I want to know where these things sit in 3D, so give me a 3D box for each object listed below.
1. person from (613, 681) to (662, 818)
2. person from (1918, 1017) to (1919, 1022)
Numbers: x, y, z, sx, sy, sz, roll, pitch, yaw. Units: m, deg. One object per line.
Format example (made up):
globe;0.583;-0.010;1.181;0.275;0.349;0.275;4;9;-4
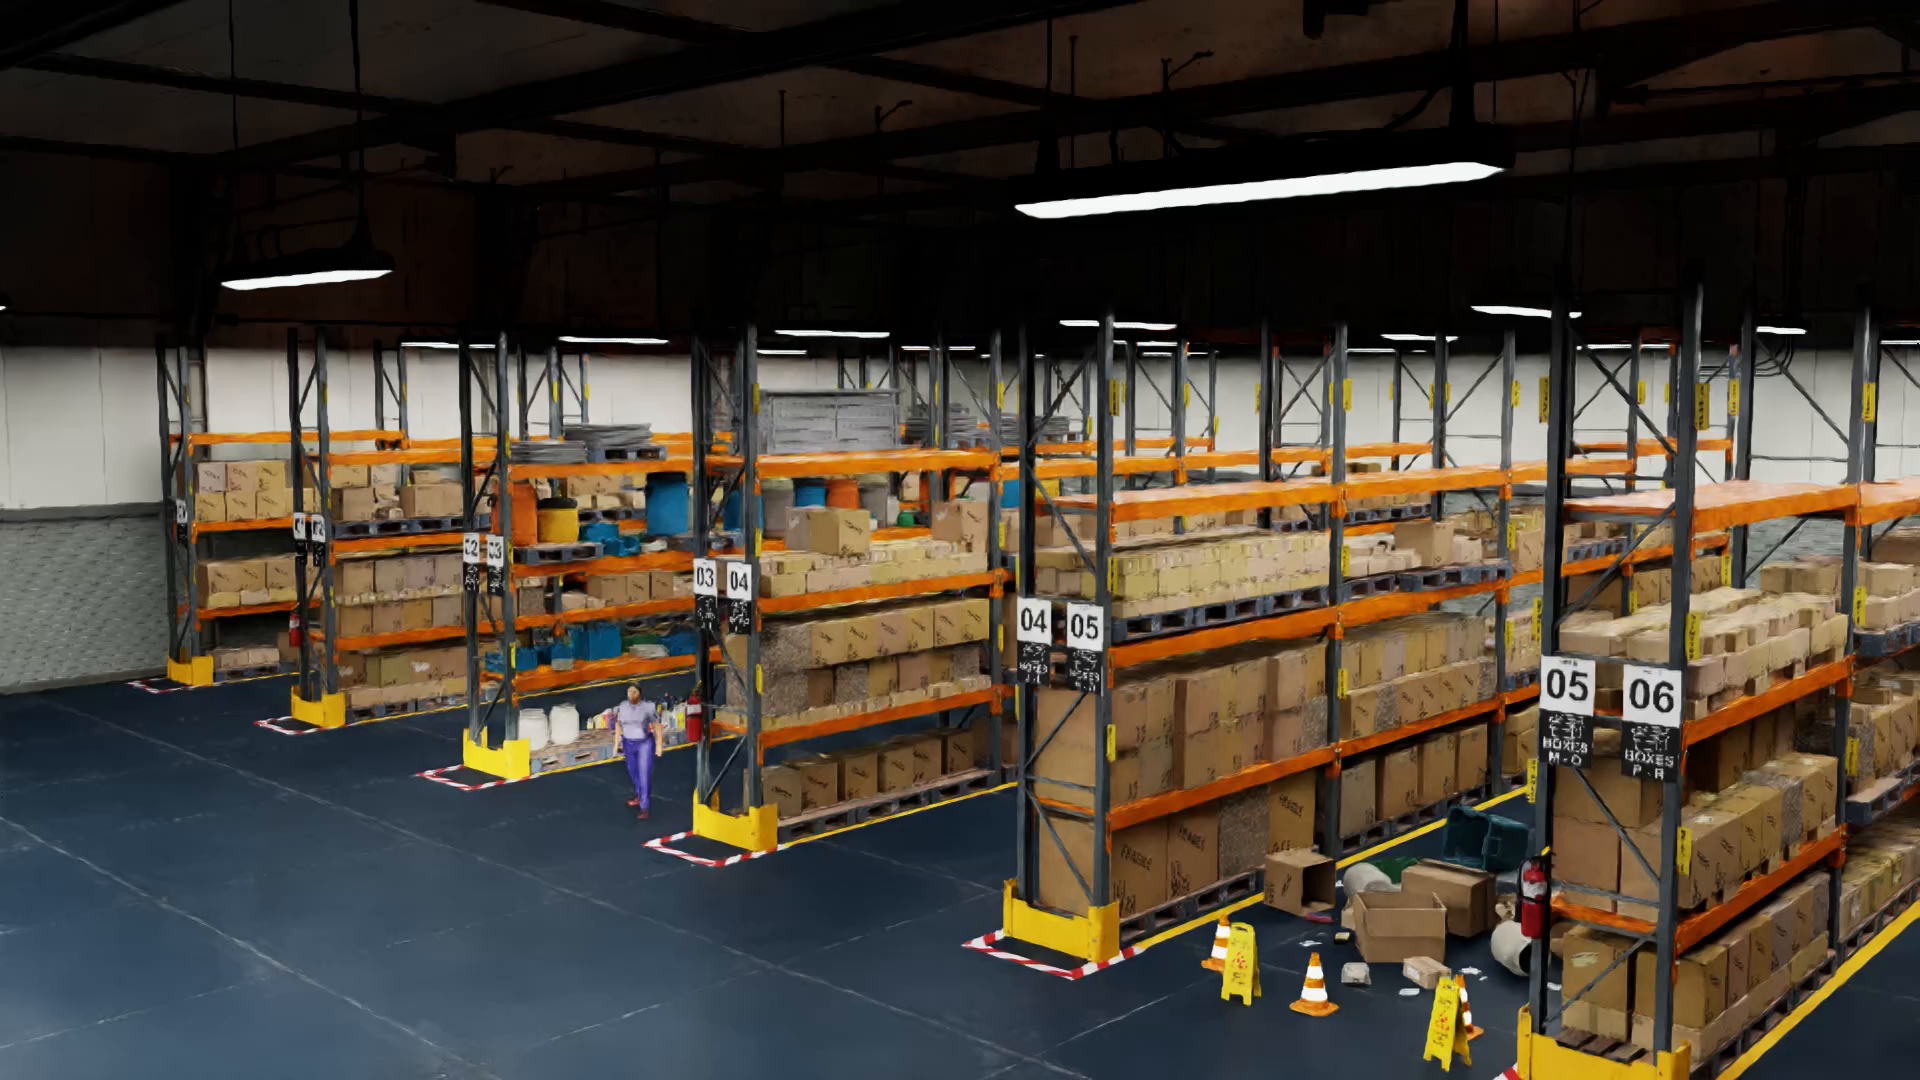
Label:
person;-3.885;2.479;20.084;0.574;1.600;0.828;2;6;19
person;7.965;3.018;13.359;0.625;1.765;0.497;-2;6;-16
